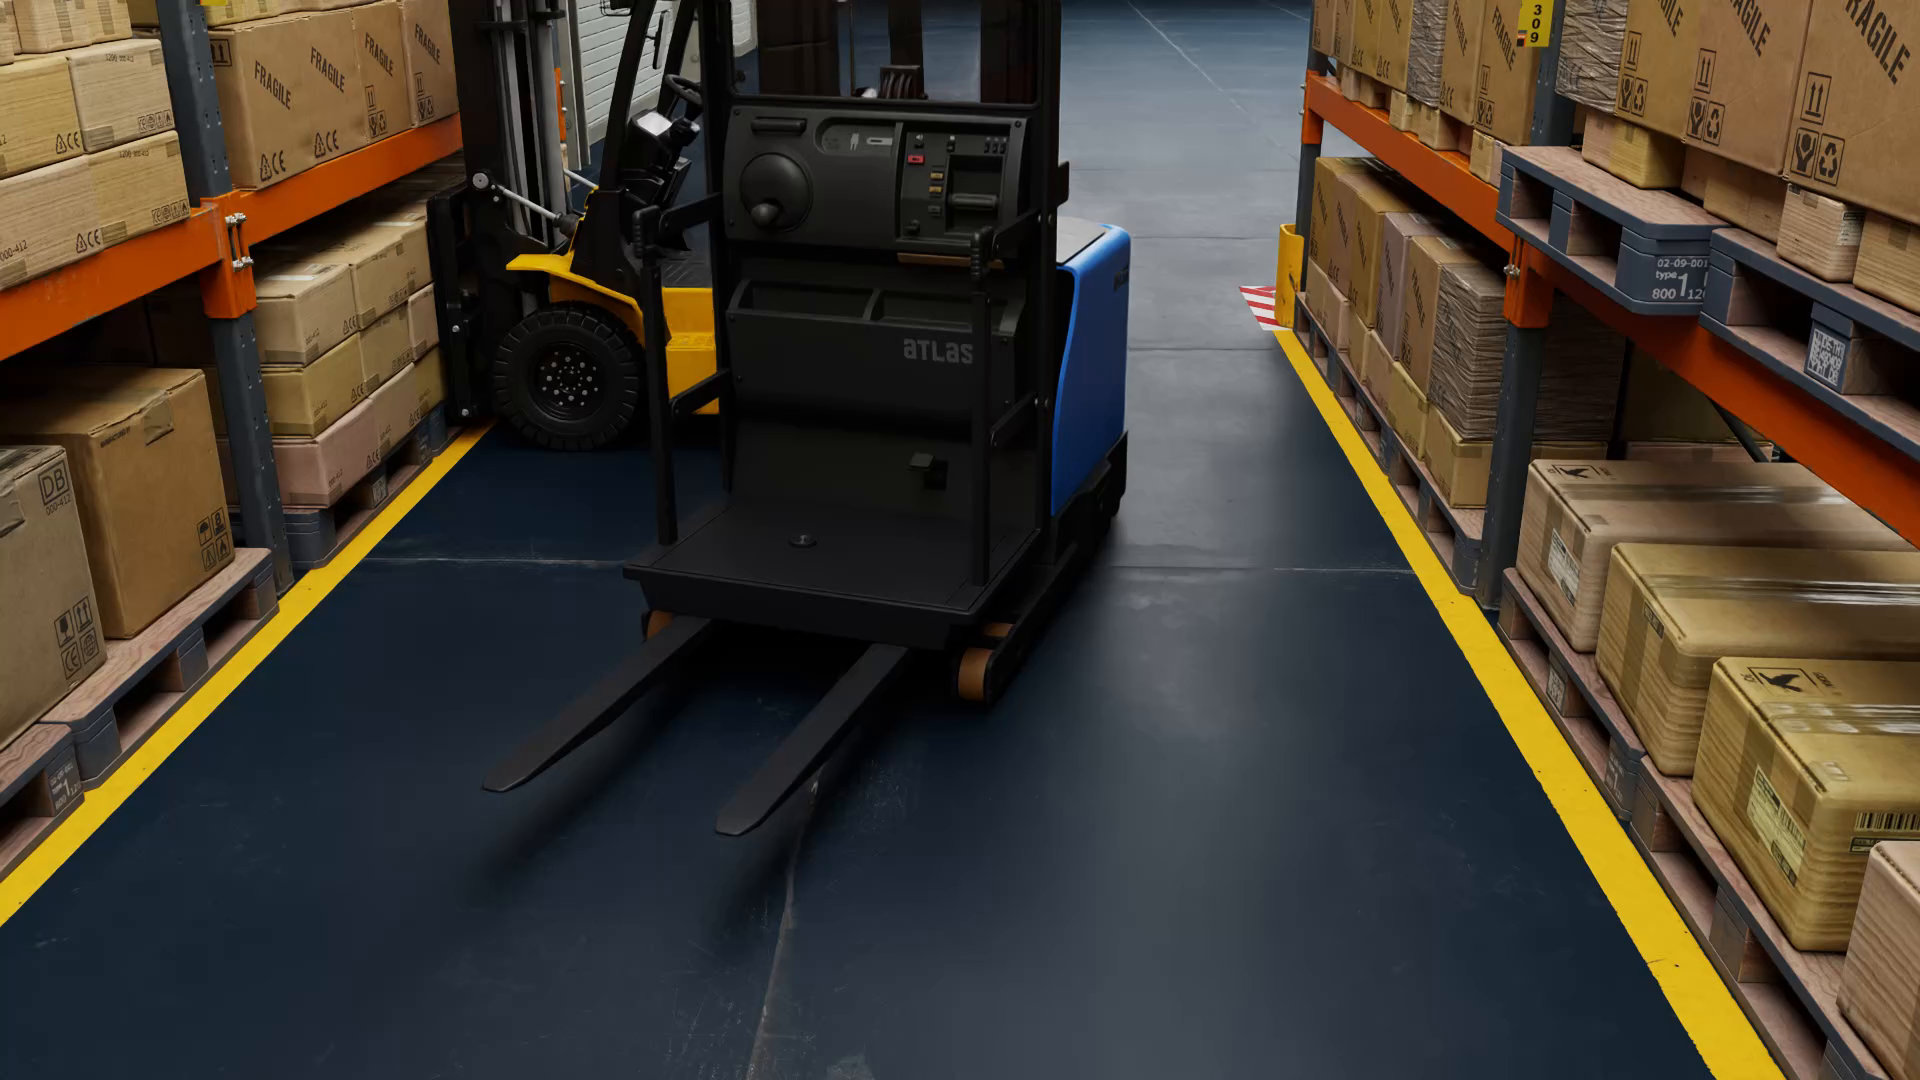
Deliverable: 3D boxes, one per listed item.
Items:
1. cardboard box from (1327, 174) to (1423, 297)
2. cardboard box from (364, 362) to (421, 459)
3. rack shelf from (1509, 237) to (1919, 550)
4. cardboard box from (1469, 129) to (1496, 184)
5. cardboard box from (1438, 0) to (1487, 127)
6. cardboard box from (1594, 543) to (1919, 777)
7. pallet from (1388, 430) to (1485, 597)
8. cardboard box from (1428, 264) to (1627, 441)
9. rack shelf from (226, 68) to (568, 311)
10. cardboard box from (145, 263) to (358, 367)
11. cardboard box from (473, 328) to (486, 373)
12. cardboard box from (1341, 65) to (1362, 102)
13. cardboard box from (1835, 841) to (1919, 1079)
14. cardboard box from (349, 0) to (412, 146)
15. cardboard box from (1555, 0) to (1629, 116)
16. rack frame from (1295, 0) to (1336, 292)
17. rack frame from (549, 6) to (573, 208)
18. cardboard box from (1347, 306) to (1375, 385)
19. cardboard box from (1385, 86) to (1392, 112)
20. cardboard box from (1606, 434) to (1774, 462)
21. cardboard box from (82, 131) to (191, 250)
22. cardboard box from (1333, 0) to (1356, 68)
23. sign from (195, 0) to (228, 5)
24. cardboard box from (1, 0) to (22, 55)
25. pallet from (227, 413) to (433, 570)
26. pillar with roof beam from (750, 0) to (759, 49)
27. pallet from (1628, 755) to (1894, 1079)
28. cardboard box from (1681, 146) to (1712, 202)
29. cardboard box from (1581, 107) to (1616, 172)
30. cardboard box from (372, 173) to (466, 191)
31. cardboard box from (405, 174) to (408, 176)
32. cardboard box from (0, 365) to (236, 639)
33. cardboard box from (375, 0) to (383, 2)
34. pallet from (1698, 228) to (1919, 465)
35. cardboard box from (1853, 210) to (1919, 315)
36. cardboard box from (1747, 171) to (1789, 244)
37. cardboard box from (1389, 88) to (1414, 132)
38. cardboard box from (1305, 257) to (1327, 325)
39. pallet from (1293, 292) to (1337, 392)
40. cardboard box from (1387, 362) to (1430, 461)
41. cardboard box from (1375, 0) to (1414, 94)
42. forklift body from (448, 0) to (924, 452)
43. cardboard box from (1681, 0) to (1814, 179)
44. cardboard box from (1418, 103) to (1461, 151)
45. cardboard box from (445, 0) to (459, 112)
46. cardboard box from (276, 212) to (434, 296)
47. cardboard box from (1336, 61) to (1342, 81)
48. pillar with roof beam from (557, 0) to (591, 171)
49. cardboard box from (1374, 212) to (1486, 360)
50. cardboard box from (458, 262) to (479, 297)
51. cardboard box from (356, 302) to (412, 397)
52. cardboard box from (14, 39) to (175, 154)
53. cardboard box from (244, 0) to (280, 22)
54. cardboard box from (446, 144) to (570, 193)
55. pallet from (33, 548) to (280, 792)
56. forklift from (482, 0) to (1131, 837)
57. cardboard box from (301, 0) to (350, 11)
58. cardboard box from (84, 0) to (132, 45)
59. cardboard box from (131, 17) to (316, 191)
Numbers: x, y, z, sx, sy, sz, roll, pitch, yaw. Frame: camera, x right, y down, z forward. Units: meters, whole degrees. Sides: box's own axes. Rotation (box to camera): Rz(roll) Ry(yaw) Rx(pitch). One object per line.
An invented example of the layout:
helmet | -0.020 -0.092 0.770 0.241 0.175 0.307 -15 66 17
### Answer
cardboard box | 2.015 -1.400 7.676 0.500 0.500 0.500 0 21 0
cardboard box | -2.410 -0.499 6.389 0.500 0.250 0.500 0 21 0
rack shelf | 2.145 -0.118 3.182 1.077 0.370 4.000 1 21 2
cardboard box | 1.912 -1.270 5.502 0.380 0.149 0.250 1 21 3
cardboard box | 1.980 -1.712 5.745 0.500 0.500 0.500 1 21 3
cardboard box | 2.174 0.302 4.156 0.950 0.372 0.625 2 21 5
pallet | 2.191 -0.120 6.047 1.003 0.211 1.213 1 21 2
cardboard box | 1.956 -0.657 5.760 0.500 0.500 0.500 0 21 1
rack shelf | -2.695 -1.618 7.047 1.077 0.370 4.000 1 21 2
cardboard box | -2.427 -0.782 5.735 0.500 0.250 0.500 0 21 1
cardboard box | -2.374 -0.869 7.341 0.500 0.250 0.500 1 21 3
cardboard box | 1.974 -2.108 7.662 0.380 0.149 0.250 1 21 2
cardboard box | 2.126 0.827 2.802 0.950 0.372 0.625 0 21 1
cardboard box | -2.467 -1.806 6.399 0.500 0.500 0.500 0 21 1
cardboard box | 1.905 -1.392 4.339 0.500 0.500 0.500 1 21 3
rack frame | 2.328 -2.623 8.643 1.000 3.000 0.127 1 21 2
rack frame | -2.634 -2.677 8.780 1.000 3.000 0.127 1 21 2
cardboard box | 2.000 -0.867 7.336 0.500 0.250 0.500 2 21 5
cardboard box | 2.052 -1.918 7.172 0.380 0.149 0.250 1 21 3
cardboard box | 2.494 -0.301 5.879 0.500 0.250 0.500 0 21 -1
cardboard box | -2.509 -0.975 4.603 0.500 0.250 0.500 1 21 3
cardboard box | 2.024 -2.453 7.655 0.500 0.500 0.500 1 21 3
sign | -2.213 -1.731 4.852 0.100 0.325 0.005 1 21 2
cardboard box | -2.594 -1.272 4.125 0.380 0.149 0.250 1 21 2
pallet | -2.689 -0.217 6.297 1.003 0.211 1.213 1 21 2
pillar with roof beam | 1.295 -11.692 23.723 9.100 9.000 0.400 1 21 2
pallet | 2.150 0.847 3.555 1.003 0.211 1.213 1 21 2
cardboard box | 1.925 -0.866 3.880 0.380 0.149 0.250 2 21 5
cardboard box | 1.874 -1.059 4.379 0.380 0.149 0.250 1 21 2
cardboard box | -2.351 -1.519 7.637 0.500 0.250 0.500 1 21 2
cardboard box | -2.849 -1.704 8.113 0.500 0.250 0.500 1 21 2
cardboard box | -2.760 -0.130 4.920 0.875 0.625 0.625 2 21 4
cardboard box | -2.415 -2.154 6.399 0.380 0.149 0.250 0 21 0
pallet | 2.104 -0.358 3.069 1.003 0.211 1.213 1 21 2
cardboard box | 1.827 -0.492 2.916 0.380 0.149 0.250 0 21 0
cardboard box | 1.866 -0.684 3.412 0.380 0.149 0.250 1 21 2
cardboard box | 1.948 -1.732 6.694 0.380 0.149 0.250 1 21 2
cardboard box | 2.027 -1.249 8.321 0.500 0.250 0.500 0 21 1
pallet | 2.265 -1.002 8.321 1.003 0.211 1.213 1 21 2
cardboard box | 1.962 -0.500 6.392 0.500 0.250 0.500 0 21 0
cardboard box | 2.002 -2.085 6.706 0.500 0.500 0.500 0 21 1
forklift body | -0.868 -1.575 7.115 2.313 2.155 1.214 1 21 2
cardboard box | 1.862 -1.032 3.412 0.500 0.500 0.500 1 21 1
cardboard box | 1.939 -1.547 6.216 0.380 0.149 0.250 0 21 1
cardboard box | -2.426 -2.170 7.336 0.500 0.500 0.500 0 21 1
cardboard box | -2.398 -1.147 6.676 0.500 0.250 0.500 1 21 3
cardboard box | 2.111 -2.386 8.378 0.380 0.149 0.250 1 21 2
pillar with roof beam | 0.930 -7.354 12.541 9.100 9.000 0.400 1 21 2
cardboard box | 1.984 -1.026 6.710 0.500 0.500 0.500 2 21 4
cardboard box | -2.376 -1.095 7.234 0.500 0.250 0.500 1 21 1
cardboard box | -2.419 -0.731 6.295 0.500 0.250 0.500 1 21 1
cardboard box | -2.515 -1.213 4.525 0.500 0.250 0.500 0 21 0
cardboard box | -2.476 -1.785 5.449 0.380 0.149 0.250 1 21 3
cardboard box | -2.336 -1.887 8.583 0.500 0.250 0.500 1 21 3
pallet | -2.739 0.337 4.870 1.003 0.211 1.213 1 21 2
forklift | -0.326 -1.056 4.699 1.130 2.935 3.031 7 22 17
cardboard box | -2.415 -1.968 5.920 0.380 0.149 0.250 1 21 3
cardboard box | -2.544 -1.453 4.593 0.380 0.149 0.250 1 21 3
cardboard box | -2.481 -1.434 5.441 0.500 0.500 0.500 0 21 0
